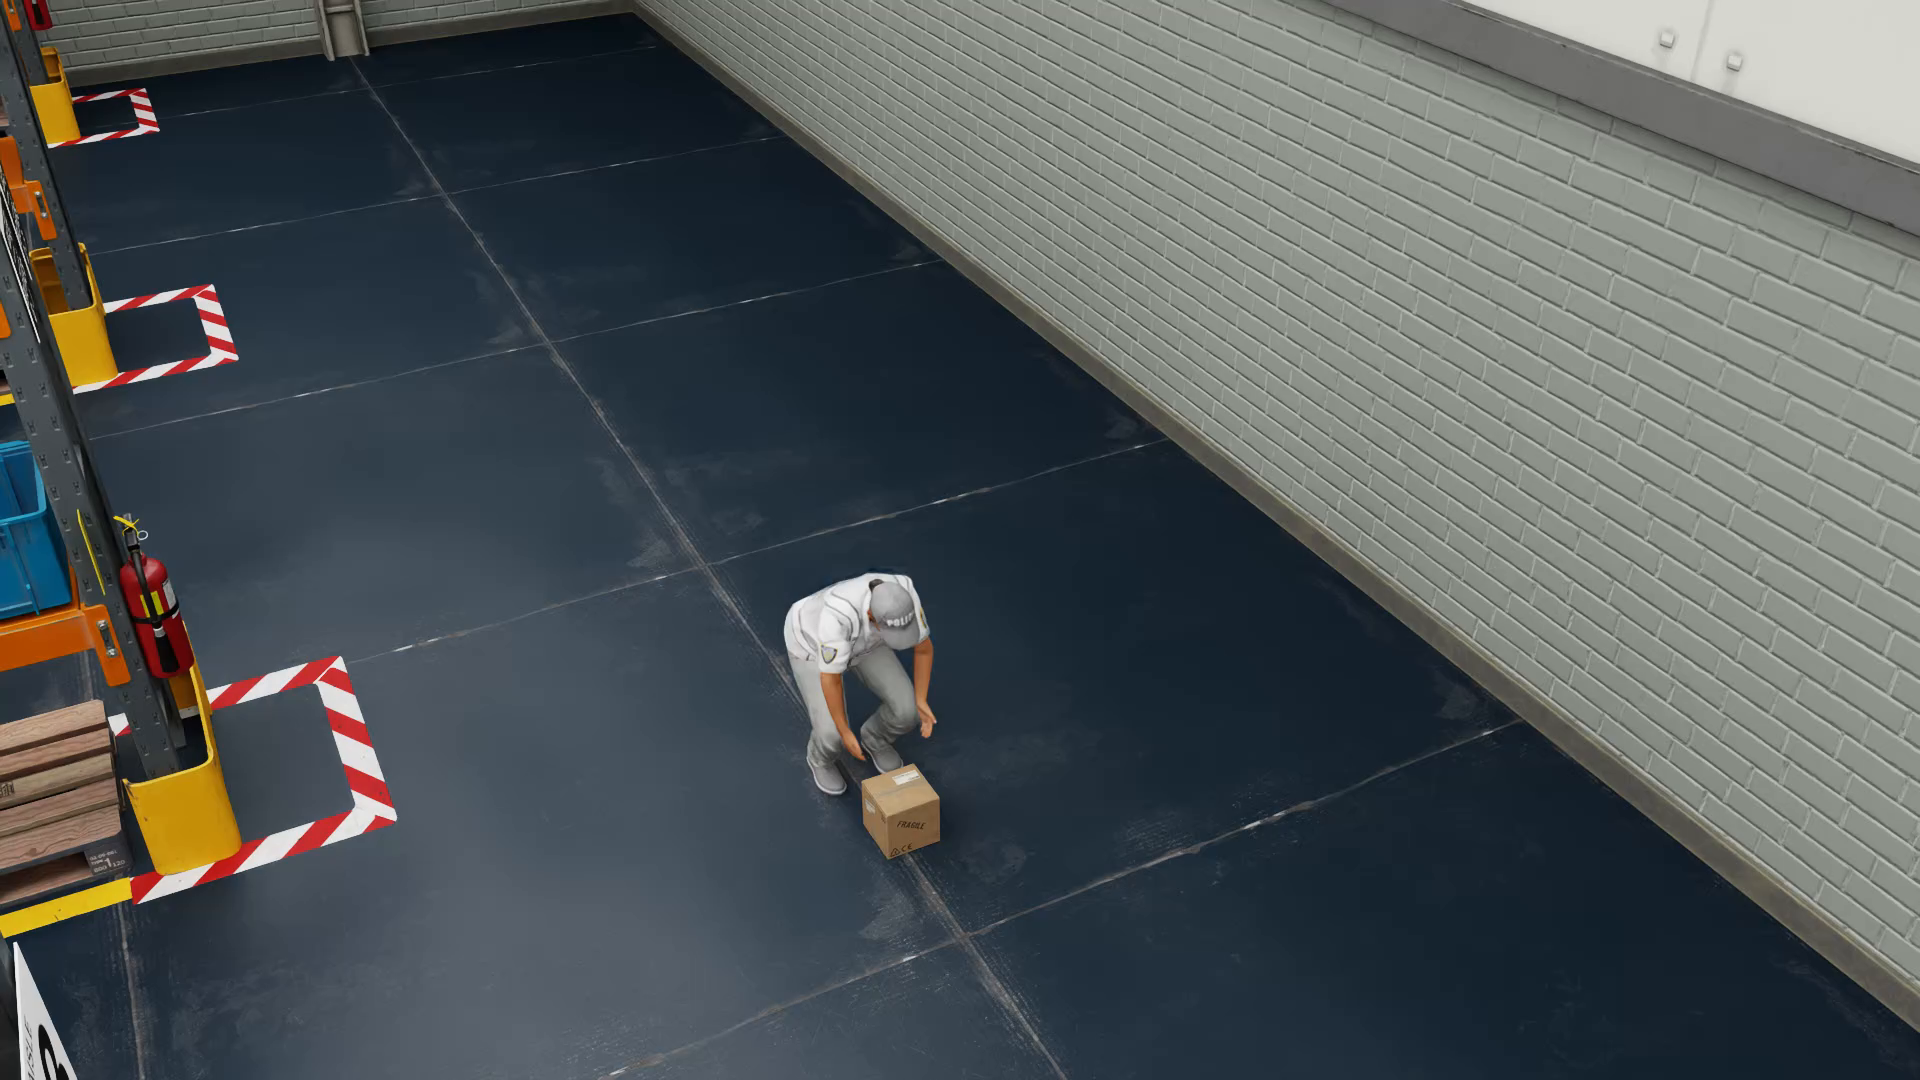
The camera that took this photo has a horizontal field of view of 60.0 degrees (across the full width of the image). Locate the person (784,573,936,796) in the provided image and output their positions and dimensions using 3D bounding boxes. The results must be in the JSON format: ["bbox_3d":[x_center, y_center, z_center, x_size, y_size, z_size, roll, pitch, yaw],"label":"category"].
[{"bbox_3d":[-0.412,0.564,7.173,0.538,1.207,0.787,-16,37,-23],"label":"person"}]
